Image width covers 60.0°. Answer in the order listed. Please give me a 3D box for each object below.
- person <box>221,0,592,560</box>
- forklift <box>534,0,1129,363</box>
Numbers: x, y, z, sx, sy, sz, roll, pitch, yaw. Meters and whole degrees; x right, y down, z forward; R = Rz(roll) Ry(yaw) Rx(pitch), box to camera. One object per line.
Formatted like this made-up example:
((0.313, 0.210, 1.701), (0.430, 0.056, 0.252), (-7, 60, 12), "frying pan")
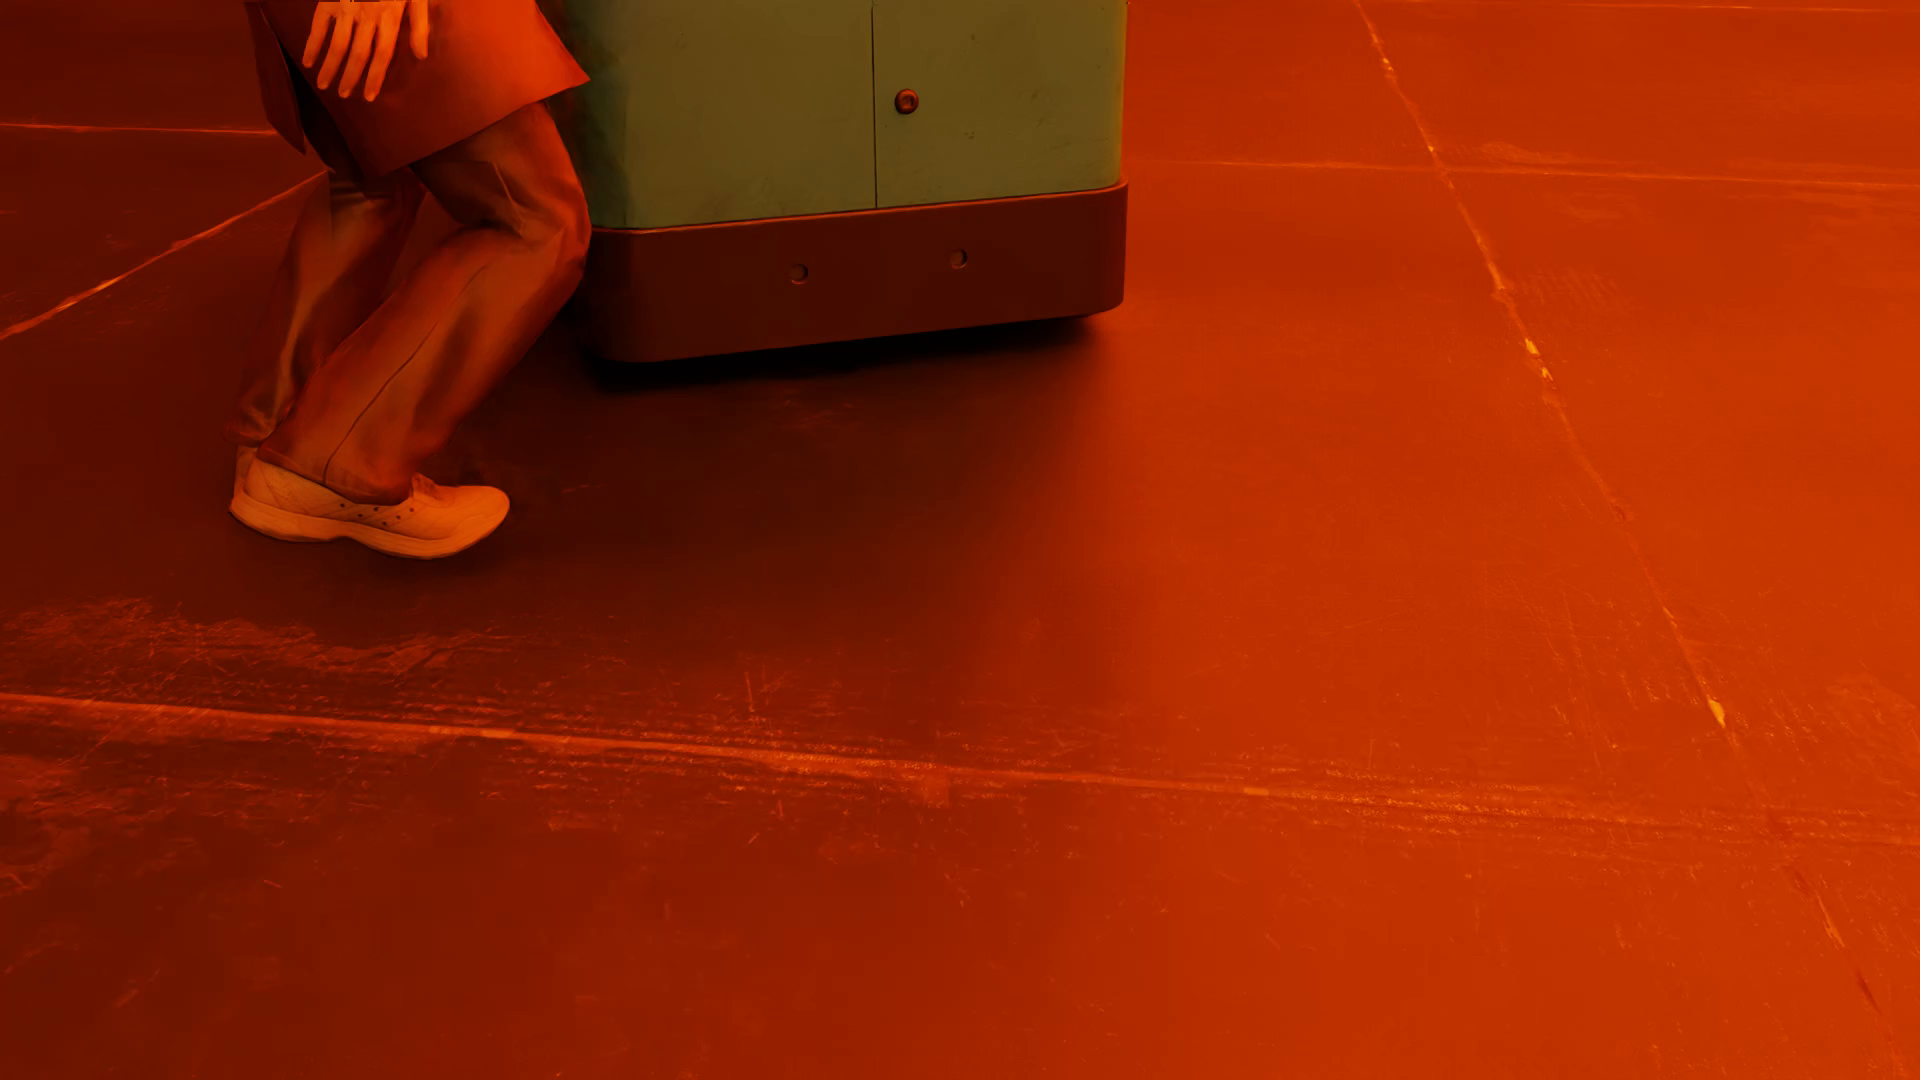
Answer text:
((-0.837, -0.785, 2.202), (0.577, 1.687, 0.939), (-16, 31, -29), "person")
((-0.620, -2.266, 3.759), (1.130, 2.935, 3.031), (-8, 28, -16), "forklift")
